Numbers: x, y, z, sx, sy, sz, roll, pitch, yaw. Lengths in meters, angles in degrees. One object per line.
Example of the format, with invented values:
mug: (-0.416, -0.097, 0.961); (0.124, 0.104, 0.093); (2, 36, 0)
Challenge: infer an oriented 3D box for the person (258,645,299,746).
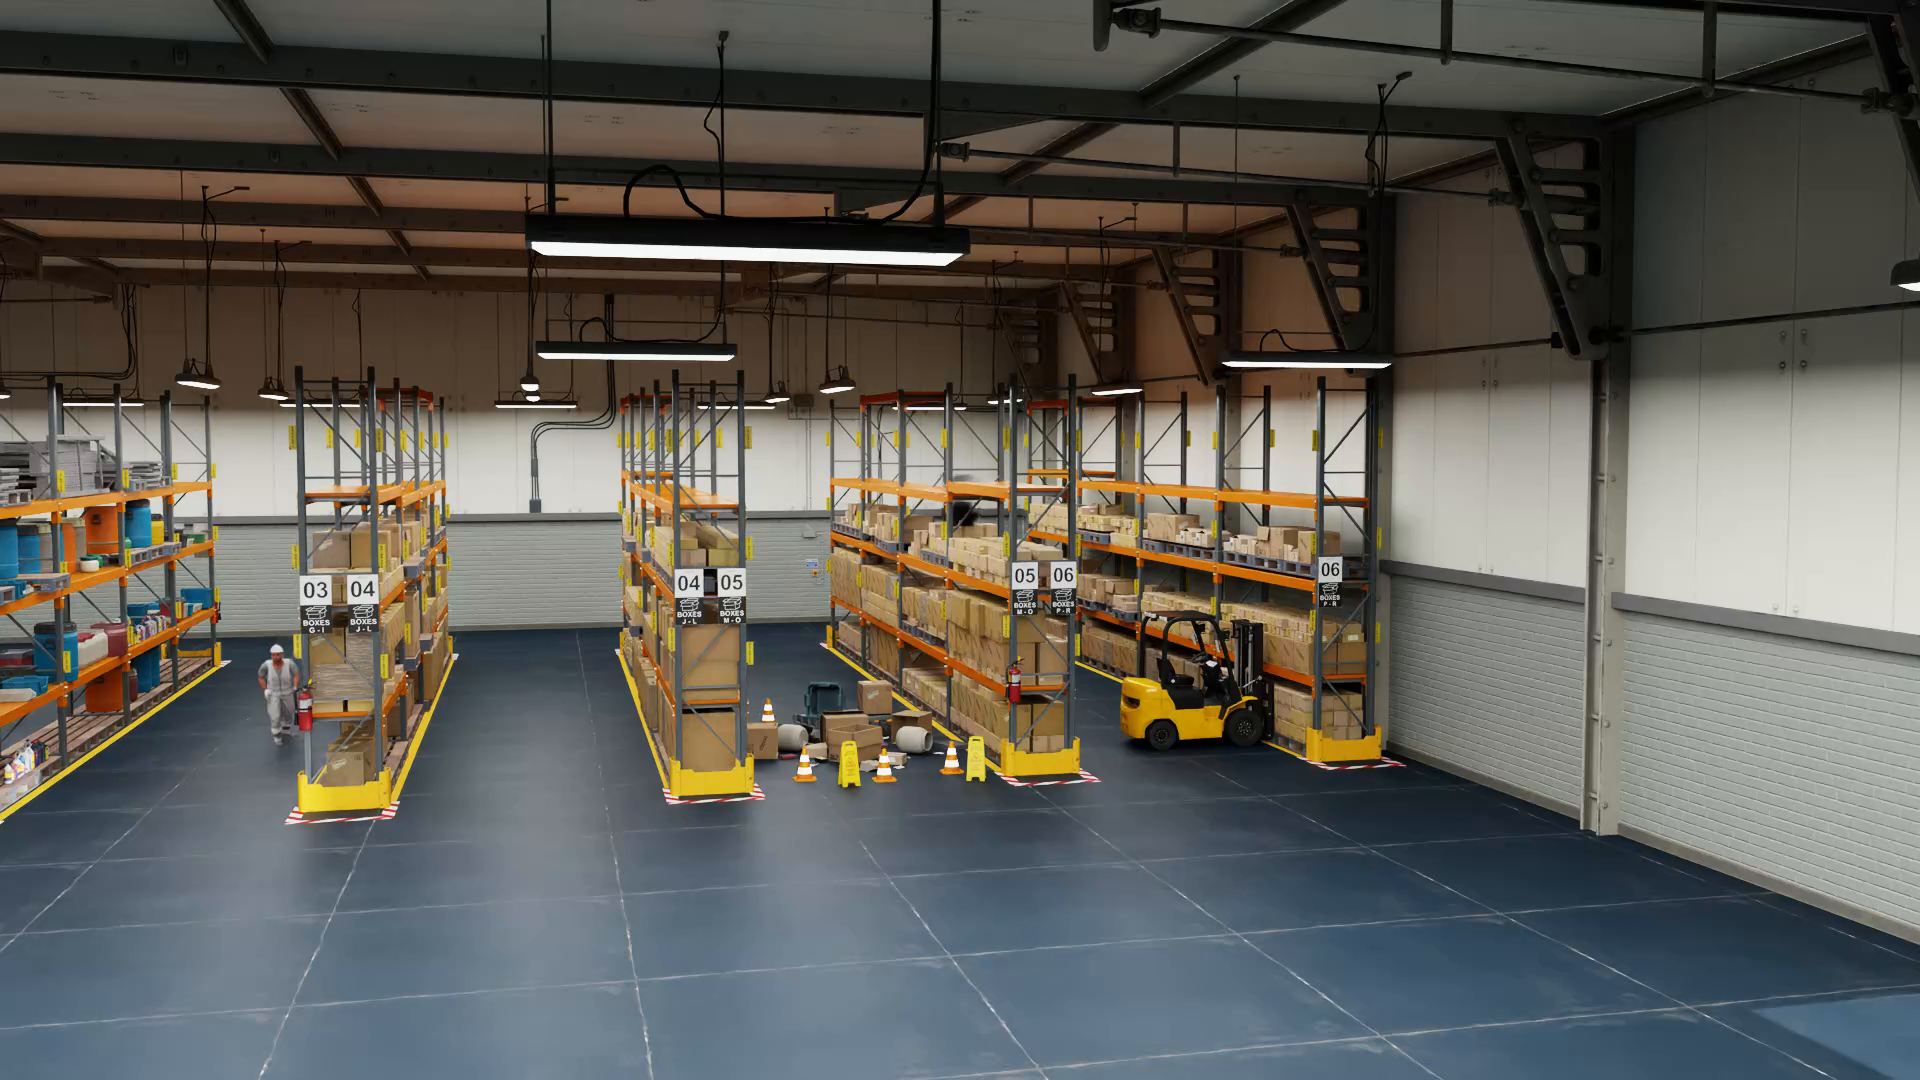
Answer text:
person: (-11.166, 2.531, 27.286); (0.654, 1.695, 0.866); (-2, 4, -32)
